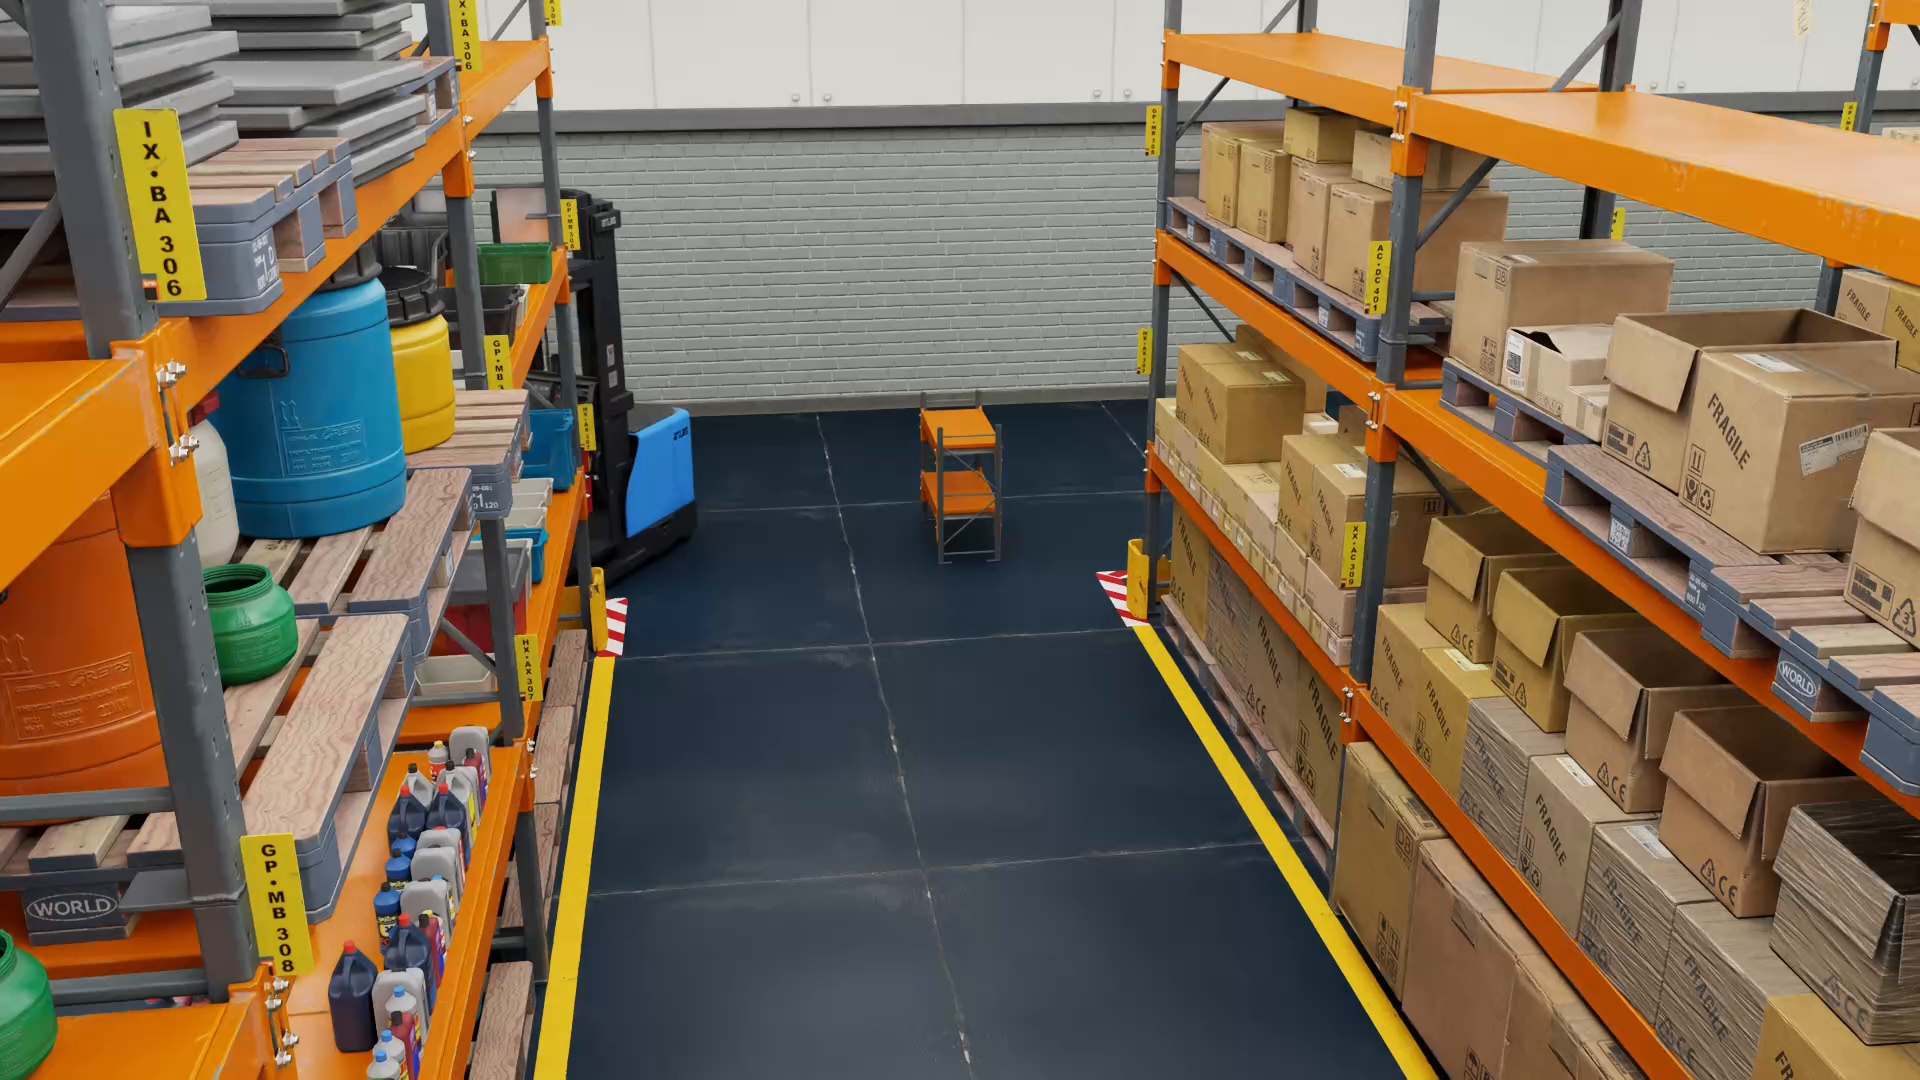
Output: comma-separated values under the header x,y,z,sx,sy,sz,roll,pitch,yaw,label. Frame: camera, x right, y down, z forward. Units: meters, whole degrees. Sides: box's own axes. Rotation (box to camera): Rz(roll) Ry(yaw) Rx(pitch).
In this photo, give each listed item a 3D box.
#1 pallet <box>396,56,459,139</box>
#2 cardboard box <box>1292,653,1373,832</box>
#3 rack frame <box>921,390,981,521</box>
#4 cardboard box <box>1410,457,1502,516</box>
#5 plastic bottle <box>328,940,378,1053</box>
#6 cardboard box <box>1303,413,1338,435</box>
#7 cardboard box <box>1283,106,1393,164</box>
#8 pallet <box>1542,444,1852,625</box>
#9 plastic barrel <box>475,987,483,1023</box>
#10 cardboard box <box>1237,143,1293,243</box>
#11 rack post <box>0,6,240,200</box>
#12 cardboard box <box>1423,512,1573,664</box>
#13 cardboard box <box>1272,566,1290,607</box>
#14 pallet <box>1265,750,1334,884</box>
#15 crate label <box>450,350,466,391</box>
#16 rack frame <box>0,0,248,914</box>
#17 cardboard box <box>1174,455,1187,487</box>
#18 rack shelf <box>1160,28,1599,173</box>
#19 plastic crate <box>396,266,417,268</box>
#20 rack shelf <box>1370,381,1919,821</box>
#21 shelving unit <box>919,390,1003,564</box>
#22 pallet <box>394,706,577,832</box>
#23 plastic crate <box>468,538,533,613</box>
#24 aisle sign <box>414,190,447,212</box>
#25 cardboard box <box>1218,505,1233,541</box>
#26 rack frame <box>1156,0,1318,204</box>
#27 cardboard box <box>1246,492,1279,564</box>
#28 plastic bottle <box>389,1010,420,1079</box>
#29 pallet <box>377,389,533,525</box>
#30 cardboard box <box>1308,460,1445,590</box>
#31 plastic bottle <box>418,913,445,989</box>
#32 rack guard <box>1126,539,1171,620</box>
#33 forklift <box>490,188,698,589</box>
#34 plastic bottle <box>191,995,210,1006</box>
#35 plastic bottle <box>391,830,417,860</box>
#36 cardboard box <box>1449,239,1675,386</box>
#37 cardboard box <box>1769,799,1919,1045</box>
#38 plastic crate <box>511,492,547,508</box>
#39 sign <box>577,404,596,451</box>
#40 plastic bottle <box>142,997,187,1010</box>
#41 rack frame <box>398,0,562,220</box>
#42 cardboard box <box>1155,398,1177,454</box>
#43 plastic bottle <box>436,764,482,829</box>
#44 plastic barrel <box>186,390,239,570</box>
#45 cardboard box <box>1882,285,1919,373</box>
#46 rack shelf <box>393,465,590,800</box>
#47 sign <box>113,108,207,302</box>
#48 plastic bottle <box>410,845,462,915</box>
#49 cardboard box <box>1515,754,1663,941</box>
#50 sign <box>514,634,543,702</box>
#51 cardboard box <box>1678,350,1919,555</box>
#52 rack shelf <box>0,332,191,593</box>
x,y,z,sx,sy,sz,roll,pitch,yaw,label
-2.336,-1.515,5.753,1.003,0.211,1.213,-3,21,-8,pallet
2.399,1.051,9.053,0.875,0.875,0.875,-3,21,-8,cardboard box
-0.074,-0.705,13.997,0.500,1.125,0.032,-3,21,-8,rack frame
2.599,-0.115,8.453,0.500,0.500,0.500,-3,21,-8,cardboard box
-2.002,1.495,5.497,0.144,0.351,0.185,-3,21,-8,plastic bottle
2.243,-0.639,10.930,0.500,0.250,0.500,-3,21,-9,cardboard box
2.120,-2.247,9.201,0.500,0.250,0.500,-4,21,-9,cardboard box
2.682,-0.055,5.558,1.003,0.211,1.213,-2,21,-5,pallet
-2.424,1.710,7.250,0.600,0.901,0.708,-3,21,-8,plastic barrel
2.051,-2.041,9.721,0.700,0.500,0.500,-4,21,-11,cardboard box
-2.054,-0.905,3.385,0.954,0.300,0.937,-3,21,-8,rack post
2.515,0.188,7.348,0.797,0.503,0.637,-3,21,-9,cardboard box
1.936,0.246,9.129,0.380,0.149,0.250,-3,21,-7,cardboard box
2.383,1.524,9.335,1.003,0.211,1.213,-3,21,-8,pallet
-2.271,-0.731,7.477,0.293,0.136,0.466,-3,21,-8,crate label
-1.909,-0.691,2.705,1.000,3.000,0.127,-3,21,-8,rack frame
1.639,-0.466,11.035,0.380,0.149,0.250,-3,21,-9,cardboard box
2.127,-2.494,9.132,1.077,0.370,4.000,-3,21,-8,rack shelf
-3.049,-1.217,8.571,0.437,0.282,0.530,-3,21,-8,plastic crate
2.703,0.109,5.879,1.077,0.370,4.000,-3,21,-8,rack shelf
-0.001,-0.529,13.526,0.538,1.125,1.048,-3,21,-8,shelving unit
-2.810,1.365,9.761,1.003,0.211,1.213,-3,21,-8,pallet
-2.524,0.224,8.914,0.437,0.282,0.530,-3,21,-8,plastic crate
-3.367,-1.878,10.743,0.394,0.787,0.004,-3,21,-8,aisle sign
1.786,-0.111,10.084,0.380,0.149,0.250,-3,21,-9,cardboard box
1.839,-3.711,10.790,1.000,3.000,0.127,-3,21,-8,rack frame
1.941,-0.080,9.432,0.500,0.250,0.500,-2,21,-7,cardboard box
-1.773,1.605,5.298,0.061,0.283,0.133,-3,21,-8,plastic bottle
-2.276,-0.316,6.258,1.213,0.211,1.003,-3,21,-8,pallet
2.084,-0.082,8.365,0.500,0.500,0.500,-2,21,-6,cardboard box
-1.853,1.415,5.808,0.061,0.283,0.133,-3,21,-8,plastic bottle
1.835,0.262,12.300,1.175,0.500,0.348,-3,21,-8,rack guard
-3.212,-1.023,12.266,1.130,2.935,3.031,8,22,21,forklift
-2.439,1.588,5.343,0.061,0.283,0.133,-3,21,-8,plastic bottle
-2.105,1.229,6.324,0.097,0.271,0.097,0,20,0,plastic bottle
2.509,-0.964,6.980,0.700,0.500,0.500,-2,21,-6,cardboard box
2.902,1.099,4.911,0.797,0.503,0.637,-2,21,-6,cardboard box
-2.738,-0.181,10.205,0.396,0.136,0.243,-3,21,-8,plastic crate
-2.521,-0.760,11.232,0.100,0.325,0.005,-3,21,-8,sign
-2.536,1.571,5.294,0.144,0.351,0.185,-3,21,-8,plastic bottle
-3.063,-3.461,10.121,1.000,3.000,0.127,-3,21,-8,rack frame
1.641,-0.790,11.333,0.500,0.250,0.500,-3,21,-9,cardboard box
-2.057,1.039,6.824,0.152,0.276,0.135,-3,21,-8,plastic bottle
-2.314,-0.153,4.756,0.433,0.535,0.433,0,20,0,plastic barrel
6.642,-1.427,11.253,0.500,0.500,0.500,-2,21,-6,cardboard box
-2.774,0.379,9.443,1.077,0.370,4.000,-3,21,-8,rack shelf
-1.366,-0.570,2.843,0.100,0.325,0.005,-3,21,-8,sign
-1.965,1.260,6.232,0.152,0.276,0.135,-3,21,-8,plastic bottle
2.459,1.135,6.246,0.500,0.500,0.500,-3,21,-7,cardboard box
-1.941,0.578,7.487,0.100,0.325,0.005,-3,21,-8,sign
2.621,-0.281,5.152,0.500,0.500,0.500,-2,21,-5,cardboard box
-1.621,0.526,1.047,1.077,0.370,4.000,-3,21,-8,rack shelf
